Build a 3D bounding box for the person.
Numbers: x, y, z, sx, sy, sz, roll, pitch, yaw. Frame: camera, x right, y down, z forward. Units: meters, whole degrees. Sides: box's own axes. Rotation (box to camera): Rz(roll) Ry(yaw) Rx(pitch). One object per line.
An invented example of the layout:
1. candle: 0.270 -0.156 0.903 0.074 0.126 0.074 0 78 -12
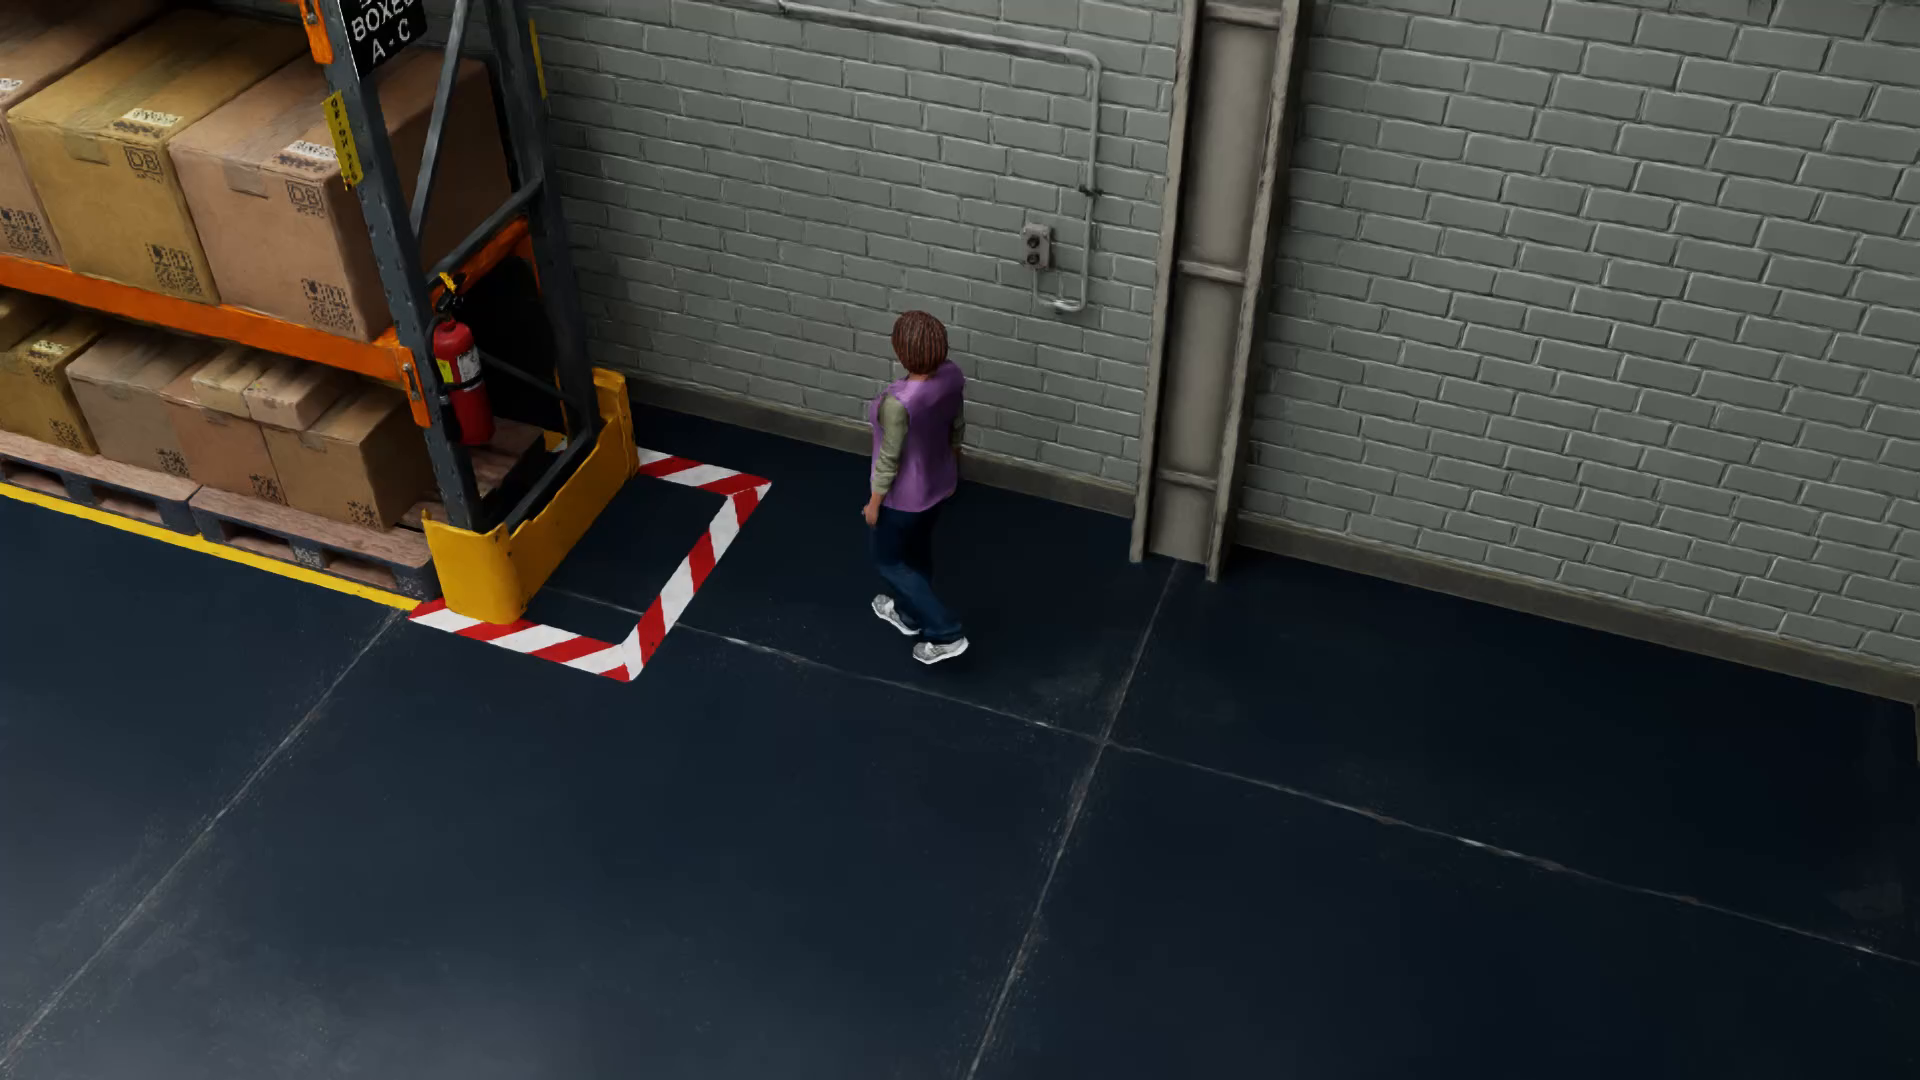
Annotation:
1. person: -0.157 -0.189 6.362 0.571 1.596 0.437 29 50 28
